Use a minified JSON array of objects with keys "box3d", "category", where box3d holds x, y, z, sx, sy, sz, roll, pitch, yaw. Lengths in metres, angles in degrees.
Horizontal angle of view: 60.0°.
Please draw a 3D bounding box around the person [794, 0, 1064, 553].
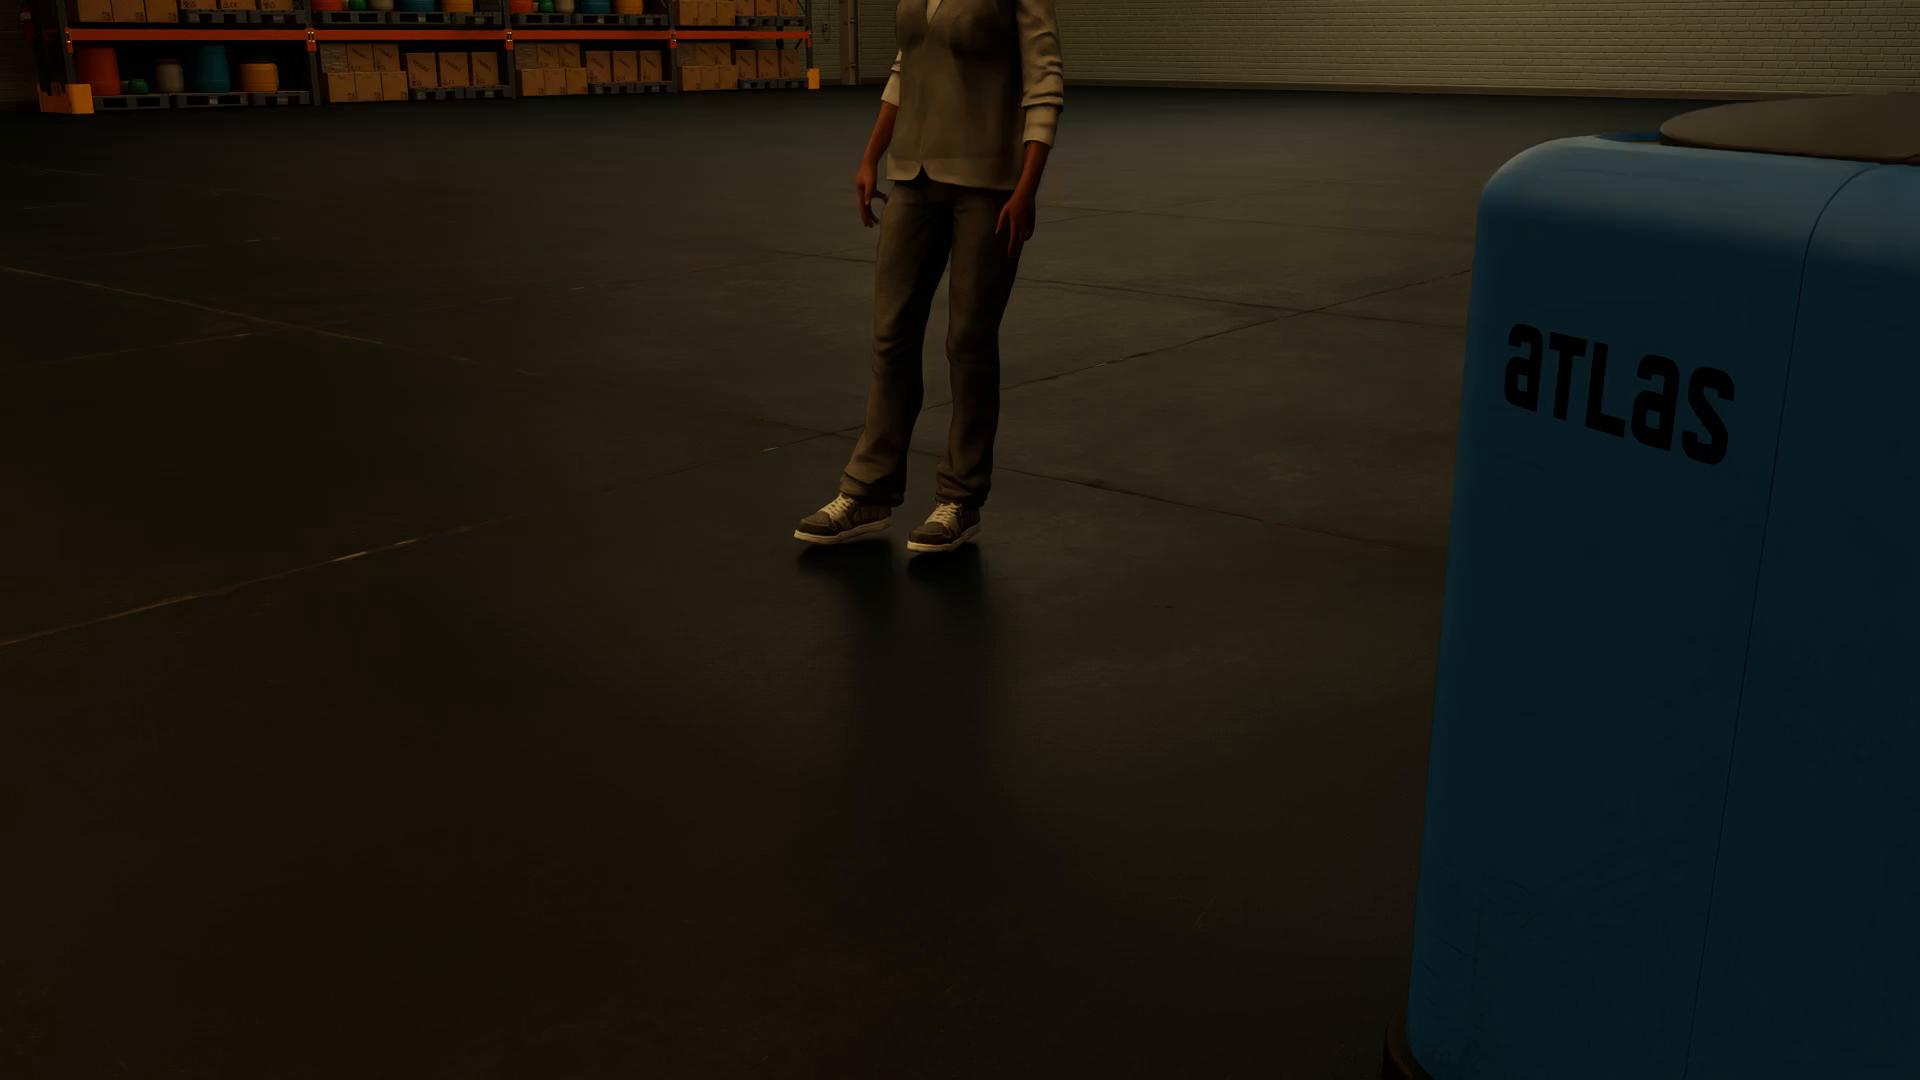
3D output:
[{"box3d":[-0.057,-0.757,3.662,0.521,1.596,0.475,13,21,37],"category":"person"}]
